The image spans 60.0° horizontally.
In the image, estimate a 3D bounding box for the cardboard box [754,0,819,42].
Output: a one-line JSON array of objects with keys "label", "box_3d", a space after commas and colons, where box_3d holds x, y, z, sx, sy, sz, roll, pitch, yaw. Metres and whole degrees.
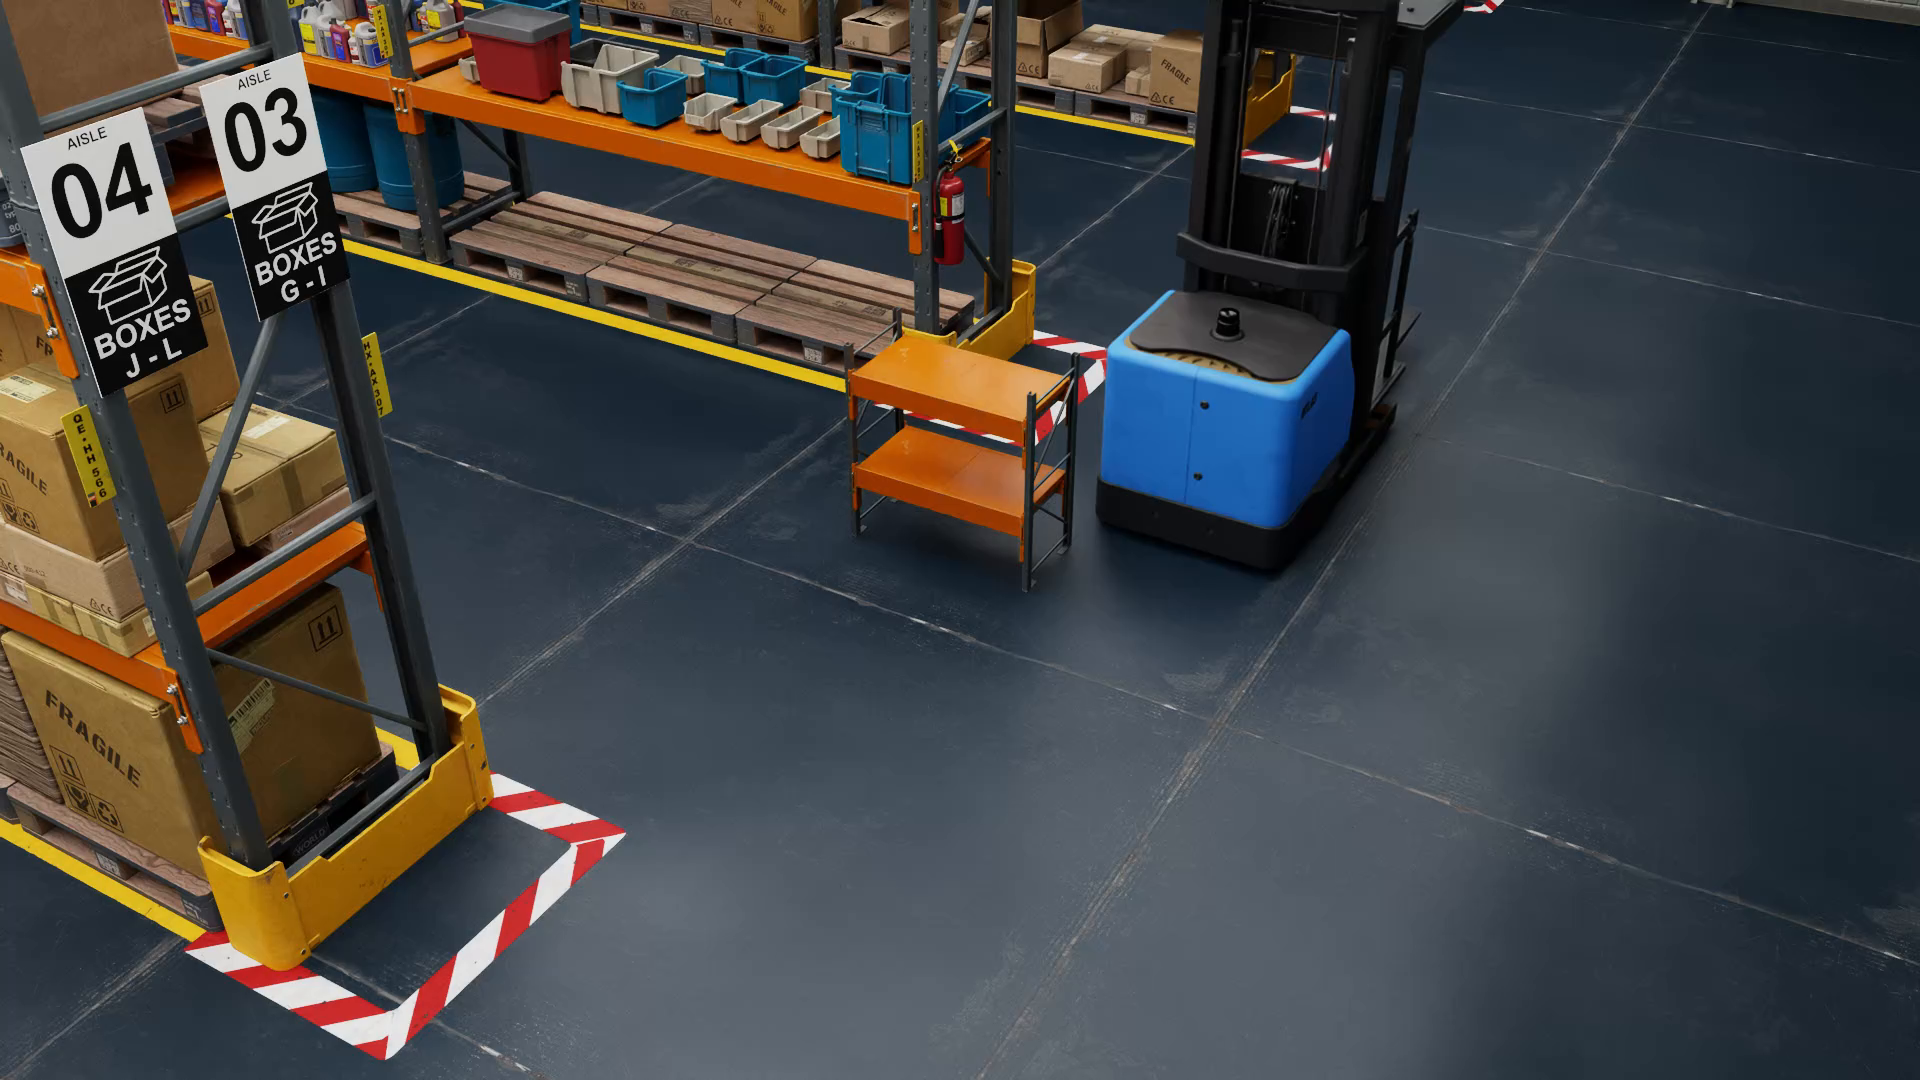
[{"label": "cardboard box", "box_3d": [-1.551, -4.943, 15.325, 0.500, 0.500, 0.500, 17, 37, 24]}]

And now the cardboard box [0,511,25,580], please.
[{"label": "cardboard box", "box_3d": [-3.419, -0.143, 6.126, 0.500, 0.250, 0.500, 17, 37, 24]}]

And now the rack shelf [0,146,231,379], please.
[{"label": "rack shelf", "box_3d": [-4.163, -1.436, 6.142, 4.000, 0.370, 1.077, 18, 37, 24]}]

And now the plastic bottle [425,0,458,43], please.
[{"label": "plastic bottle", "box_3d": [-3.621, -3.663, 11.590, 0.185, 0.351, 0.144, 18, 37, 24]}]

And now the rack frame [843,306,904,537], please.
[{"label": "rack frame", "box_3d": [-0.435, -0.606, 8.645, 0.032, 1.125, 0.500, 18, 37, 24]}]

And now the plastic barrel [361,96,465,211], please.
[{"label": "plastic barrel", "box_3d": [-3.905, -2.879, 11.882, 0.708, 0.901, 0.600, 18, 37, 24]}]

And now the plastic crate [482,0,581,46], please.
[{"label": "plastic crate", "box_3d": [-2.867, -3.474, 11.221, 0.575, 0.384, 0.392, 18, 37, 24]}]

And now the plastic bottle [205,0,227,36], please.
[{"label": "plastic bottle", "box_3d": [-5.241, -3.706, 11.714, 0.133, 0.283, 0.061, 18, 37, 24]}]

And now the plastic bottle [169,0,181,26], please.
[{"label": "plastic bottle", "box_3d": [-5.609, -3.829, 11.910, 0.097, 0.271, 0.097, 0, 34, 0]}]

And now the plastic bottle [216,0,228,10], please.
[{"label": "plastic bottle", "box_3d": [-5.217, -3.744, 11.782, 0.097, 0.271, 0.097, 0, 34, 0]}]

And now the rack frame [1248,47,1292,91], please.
[{"label": "rack frame", "box_3d": [2.493, -4.703, 13.106, 0.127, 3.000, 1.000, 18, 37, 24]}]

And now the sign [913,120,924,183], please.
[{"label": "sign", "box_3d": [-0.227, -2.119, 9.078, 0.005, 0.325, 0.100, 18, 37, 24]}]

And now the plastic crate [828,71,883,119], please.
[{"label": "plastic crate", "box_3d": [-0.591, -2.683, 10.169, 0.300, 0.233, 0.416, 18, 37, 24]}]

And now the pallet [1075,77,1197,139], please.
[{"label": "pallet", "box_3d": [1.734, -3.782, 14.239, 1.213, 0.211, 1.003, 18, 37, 24]}]

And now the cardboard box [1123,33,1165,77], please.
[{"label": "cardboard box", "box_3d": [1.727, -4.165, 14.382, 0.500, 0.250, 0.500, 18, 37, 24]}]

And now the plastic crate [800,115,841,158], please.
[{"label": "plastic crate", "box_3d": [-0.766, -2.372, 9.790, 0.243, 0.136, 0.396, 18, 37, 24]}]

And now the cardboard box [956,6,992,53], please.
[{"label": "cardboard box", "box_3d": [0.306, -4.640, 15.041, 0.500, 0.311, 0.500, 18, 37, 24]}]

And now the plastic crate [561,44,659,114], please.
[{"label": "plastic crate", "box_3d": [-2.207, -2.887, 10.432, 0.530, 0.282, 0.437, 18, 37, 24]}]

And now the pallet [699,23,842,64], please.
[{"label": "pallet", "box_3d": [-1.705, -4.848, 15.839, 1.213, 0.211, 1.003, 18, 37, 24]}]

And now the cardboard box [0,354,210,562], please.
[{"label": "cardboard box", "box_3d": [-2.979, -0.318, 5.711, 0.500, 0.500, 0.500, 18, 38, 25]}]

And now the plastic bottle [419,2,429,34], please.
[{"label": "plastic bottle", "box_3d": [-3.773, -3.703, 11.784, 0.097, 0.201, 0.097, 0, 34, 0]}]

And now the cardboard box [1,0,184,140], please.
[{"label": "cardboard box", "box_3d": [-2.904, -1.560, 5.121, 0.500, 0.500, 0.700, 15, 37, 22]}]

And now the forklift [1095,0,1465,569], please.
[{"label": "forklift", "box_3d": [1.885, -1.867, 8.909, 1.130, 2.935, 3.031, 17, 37, 24]}]

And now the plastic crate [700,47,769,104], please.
[{"label": "plastic crate", "box_3d": [-1.423, -2.946, 10.565, 0.300, 0.233, 0.416, 18, 37, 24]}]

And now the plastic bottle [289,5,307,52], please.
[{"label": "plastic bottle", "box_3d": [-4.562, -3.546, 11.413, 0.185, 0.351, 0.144, 18, 37, 24]}]

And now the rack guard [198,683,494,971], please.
[{"label": "rack guard", "box_3d": [-2.405, 1.110, 6.631, 0.348, 0.500, 1.175, 18, 37, 24]}]

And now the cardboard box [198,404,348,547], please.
[{"label": "cardboard box", "box_3d": [-2.709, -0.260, 6.301, 0.500, 0.250, 0.500, 17, 37, 23]}]

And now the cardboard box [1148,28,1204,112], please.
[{"label": "cardboard box", "box_3d": [1.898, -3.876, 13.723, 0.500, 0.500, 0.500, 18, 37, 24]}]

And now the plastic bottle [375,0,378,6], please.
[{"label": "plastic bottle", "box_3d": [-4.144, -3.821, 11.960, 0.097, 0.201, 0.097, 0, 34, 0]}]

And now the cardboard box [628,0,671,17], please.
[{"label": "cardboard box", "box_3d": [-2.854, -5.360, 15.951, 0.500, 0.500, 0.500, 16, 37, 23]}]

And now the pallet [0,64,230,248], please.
[{"label": "pallet", "box_3d": [-3.075, -1.347, 5.440, 1.213, 0.211, 1.003, 18, 37, 24]}]

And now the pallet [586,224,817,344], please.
[{"label": "pallet", "box_3d": [-1.720, -1.741, 11.174, 1.213, 0.211, 1.003, 18, 37, 24]}]

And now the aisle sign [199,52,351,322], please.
[{"label": "aisle sign", "box_3d": [-2.215, -1.143, 5.415, 0.004, 0.787, 0.394, 18, 37, 24]}]

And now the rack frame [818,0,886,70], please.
[{"label": "rack frame", "box_3d": [-0.980, -5.803, 14.758, 0.127, 3.000, 1.000, 18, 37, 24]}]

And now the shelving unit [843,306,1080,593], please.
[{"label": "shelving unit", "box_3d": [0.006, -0.466, 8.435, 1.048, 1.125, 0.538, 18, 37, 24]}]

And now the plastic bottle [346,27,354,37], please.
[{"label": "plastic bottle", "box_3d": [-4.144, -3.375, 11.291, 0.097, 0.201, 0.097, 0, 34, 0]}]

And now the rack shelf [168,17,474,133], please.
[{"label": "rack shelf", "box_3d": [-5.178, -3.671, 12.205, 4.000, 0.370, 1.077, 18, 37, 24]}]

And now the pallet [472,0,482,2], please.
[{"label": "pallet", "box_3d": [-5.149, -5.987, 17.551, 1.213, 0.211, 1.003, 18, 37, 24]}]

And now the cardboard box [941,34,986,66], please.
[{"label": "cardboard box", "box_3d": [0.033, -4.354, 14.741, 0.250, 0.166, 0.380, 18, 37, 24]}]

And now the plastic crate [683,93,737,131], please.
[{"label": "plastic crate", "box_3d": [-1.531, -2.596, 10.126, 0.250, 0.136, 0.298, 18, 37, 24]}]

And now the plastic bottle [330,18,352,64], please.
[{"label": "plastic bottle", "box_3d": [-4.167, -3.366, 11.204, 0.133, 0.283, 0.061, 18, 37, 24]}]

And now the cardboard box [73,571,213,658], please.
[{"label": "cardboard box", "box_3d": [-2.899, 0.229, 5.927, 0.250, 0.149, 0.380, 18, 38, 25]}]
